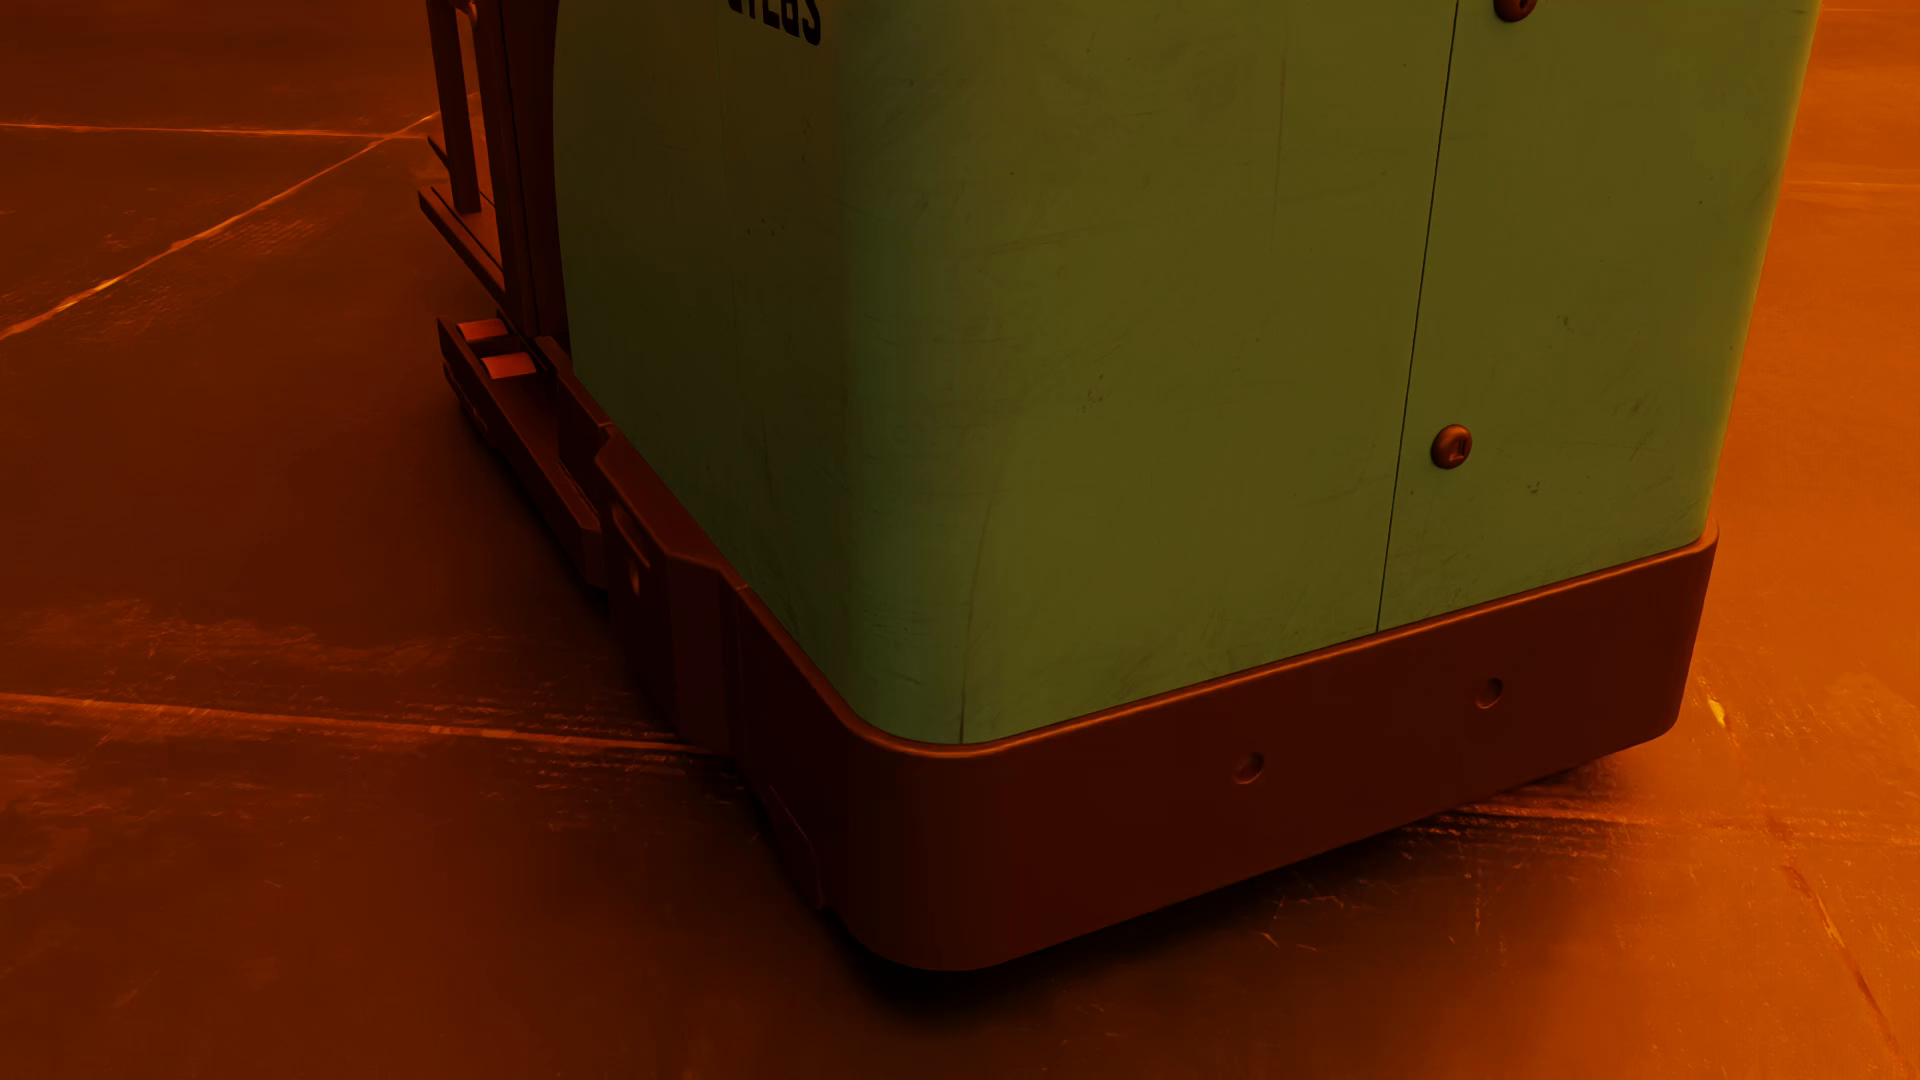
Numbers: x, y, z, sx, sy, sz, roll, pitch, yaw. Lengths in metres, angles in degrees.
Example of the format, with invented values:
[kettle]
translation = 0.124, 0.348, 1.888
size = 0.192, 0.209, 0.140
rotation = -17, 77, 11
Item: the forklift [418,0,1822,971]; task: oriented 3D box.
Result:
[forklift]
translation = -0.270, -1.540, 2.304
size = 1.130, 2.935, 3.031
rotation = -13, 29, -24
